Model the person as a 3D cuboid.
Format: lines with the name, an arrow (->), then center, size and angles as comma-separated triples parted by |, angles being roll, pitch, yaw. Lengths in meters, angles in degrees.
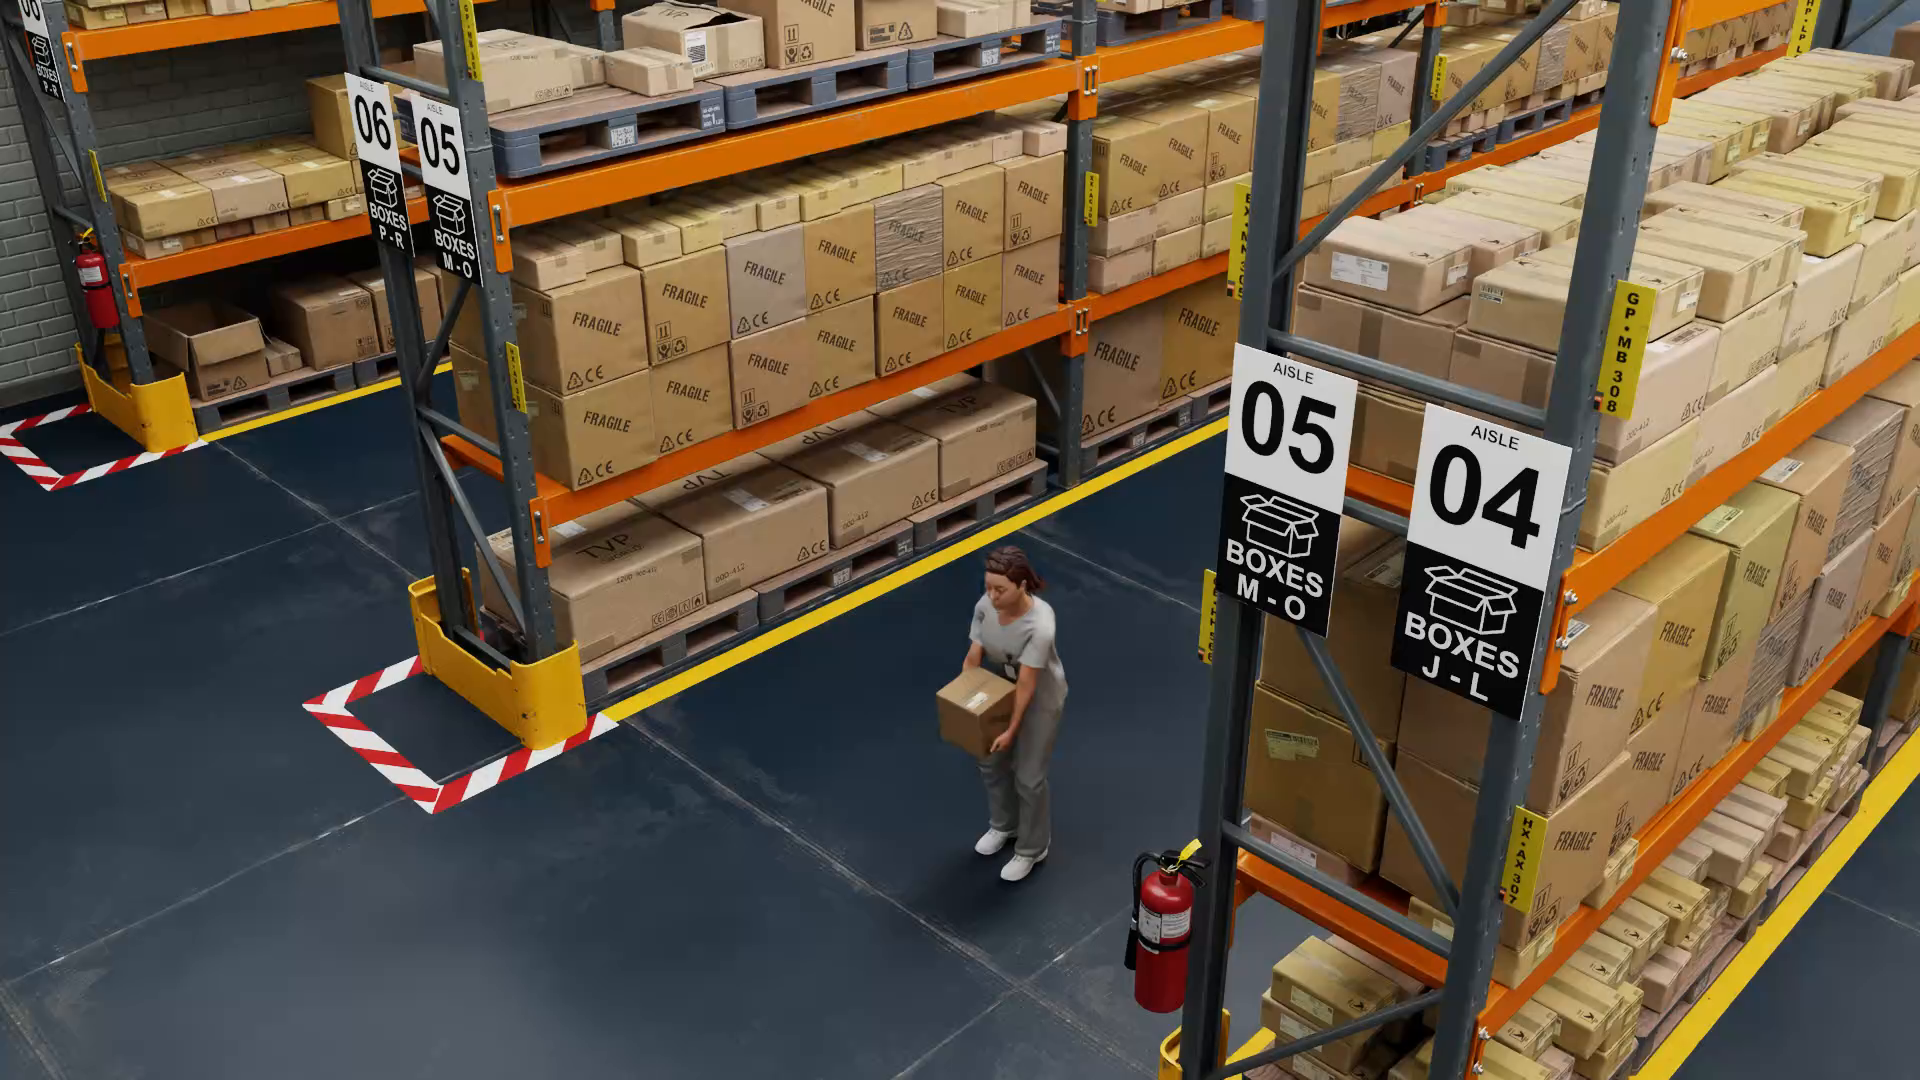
person -> 0.224, 0.745, 7.253 | 0.410, 1.645, 0.529 | 24, 36, 38
